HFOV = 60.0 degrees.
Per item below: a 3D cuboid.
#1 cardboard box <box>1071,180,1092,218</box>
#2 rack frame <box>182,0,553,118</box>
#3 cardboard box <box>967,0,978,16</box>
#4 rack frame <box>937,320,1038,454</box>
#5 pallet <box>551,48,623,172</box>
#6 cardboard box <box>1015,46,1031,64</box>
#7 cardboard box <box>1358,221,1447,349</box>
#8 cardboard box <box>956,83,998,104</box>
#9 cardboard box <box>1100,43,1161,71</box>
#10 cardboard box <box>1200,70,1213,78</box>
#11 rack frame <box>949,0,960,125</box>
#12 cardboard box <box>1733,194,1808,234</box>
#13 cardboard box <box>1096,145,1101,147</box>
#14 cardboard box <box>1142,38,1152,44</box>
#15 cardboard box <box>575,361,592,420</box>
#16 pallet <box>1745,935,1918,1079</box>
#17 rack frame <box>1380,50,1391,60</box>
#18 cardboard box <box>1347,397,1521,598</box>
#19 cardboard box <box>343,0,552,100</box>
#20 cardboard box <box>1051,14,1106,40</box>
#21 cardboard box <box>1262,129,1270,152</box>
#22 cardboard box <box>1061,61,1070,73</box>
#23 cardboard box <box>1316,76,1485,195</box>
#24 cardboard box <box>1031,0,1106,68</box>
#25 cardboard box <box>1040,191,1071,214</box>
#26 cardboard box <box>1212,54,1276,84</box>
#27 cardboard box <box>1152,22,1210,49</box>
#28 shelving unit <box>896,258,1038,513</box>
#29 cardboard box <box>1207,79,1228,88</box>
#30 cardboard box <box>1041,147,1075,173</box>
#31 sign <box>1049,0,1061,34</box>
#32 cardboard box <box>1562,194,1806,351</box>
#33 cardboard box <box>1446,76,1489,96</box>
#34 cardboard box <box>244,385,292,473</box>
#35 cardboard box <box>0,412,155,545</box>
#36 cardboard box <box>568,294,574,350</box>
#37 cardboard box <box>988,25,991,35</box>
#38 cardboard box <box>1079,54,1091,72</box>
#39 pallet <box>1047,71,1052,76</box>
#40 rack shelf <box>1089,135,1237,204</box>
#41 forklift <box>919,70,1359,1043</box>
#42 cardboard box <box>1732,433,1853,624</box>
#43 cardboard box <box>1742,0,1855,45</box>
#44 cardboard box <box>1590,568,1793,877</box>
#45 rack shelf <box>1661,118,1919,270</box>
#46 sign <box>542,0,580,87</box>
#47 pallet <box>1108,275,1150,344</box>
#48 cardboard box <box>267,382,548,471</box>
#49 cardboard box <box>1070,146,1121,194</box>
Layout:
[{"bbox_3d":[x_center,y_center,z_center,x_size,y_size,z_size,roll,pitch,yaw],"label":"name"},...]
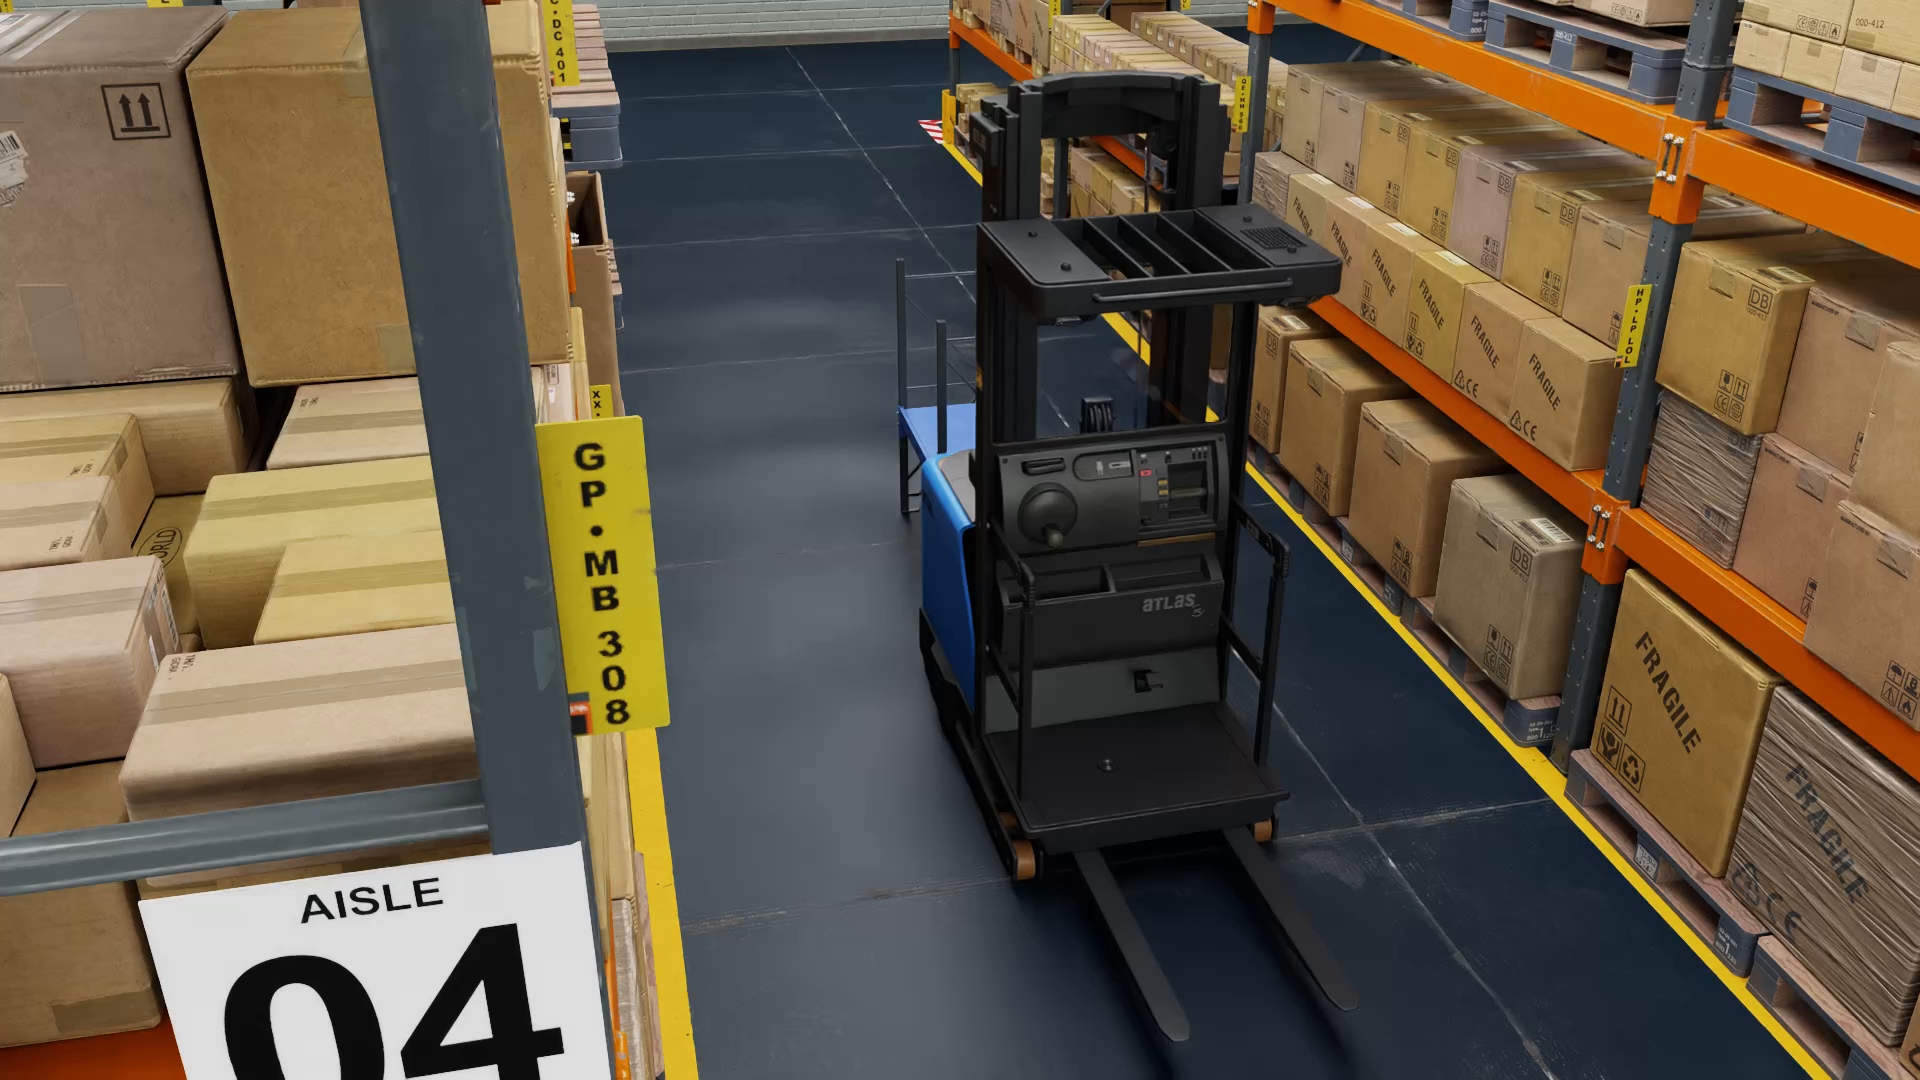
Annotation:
[{"bbox_3d":[1.198,-2.623,13.426,0.500,0.500,0.500,-5,27,-10],"label":"cardboard box"},{"bbox_3d":[-1.762,-2.610,4.434,1.000,3.000,0.127,-6,27,-12],"label":"rack frame"},{"bbox_3d":[0.366,-5.379,16.137,0.500,0.500,0.500,-6,27,-11],"label":"cardboard box"},{"bbox_3d":[0.134,-0.409,8.396,0.500,1.500,0.032,-6,27,-12],"label":"rack frame"},{"bbox_3d":[-1.797,-1.469,5.710,1.213,0.211,1.003,-6,27,-12],"label":"pallet"},{"bbox_3d":[0.707,-4.350,14.817,0.380,0.149,0.250,-7,28,-14],"label":"cardboard box"},{"bbox_3d":[2.371,-1.304,8.393,0.500,0.500,0.500,-6,27,-12],"label":"cardboard box"},{"bbox_3d":[0.176,-4.575,17.022,0.380,0.149,0.250,-7,28,-14],"label":"cardboard box"},{"bbox_3d":[1.223,-3.457,11.922,0.380,0.149,0.250,-5,27,-10],"label":"cardboard box"},{"bbox_3d":[1.922,-3.271,11.884,0.380,0.149,0.250,-5,27,-10],"label":"cardboard box"},{"bbox_3d":[0.389,-5.659,17.133,1.000,3.000,0.127,-6,27,-12],"label":"rack frame"},{"bbox_3d":[6.720,-2.636,13.036,0.875,0.875,0.875,-6,27,-11],"label":"cardboard box"},{"bbox_3d":[1.410,-3.382,14.660,0.380,0.149,0.250,-5,27,-9],"label":"cardboard box"},{"bbox_3d":[1.633,-3.841,13.013,0.380,0.149,0.250,-6,27,-11],"label":"cardboard box"},{"bbox_3d":[-1.279,-0.166,4.700,0.500,0.500,0.500,-6,27,-12],"label":"cardboard box"},{"bbox_3d":[3.467,1.732,5.583,1.003,0.211,1.213,-6,27,-12],"label":"pallet"},{"bbox_3d":[5.189,-6.206,18.216,1.000,3.000,0.127,-6,27,-12],"label":"rack frame"},{"bbox_3d":[2.652,-0.261,8.469,1.050,0.750,0.750,-6,27,-12],"label":"cardboard box"},{"bbox_3d":[-1.412,-1.500,4.567,0.500,0.500,0.500,-7,28,-13],"label":"cardboard box"},{"bbox_3d":[0.931,-4.024,13.046,0.380,0.149,0.250,-5,27,-9],"label":"cardboard box"},{"bbox_3d":[2.166,-2.675,11.034,0.380,0.149,0.250,-5,27,-9],"label":"cardboard box"},{"bbox_3d":[0.999,-3.637,12.940,0.380,0.149,0.250,-6,27,-11],"label":"cardboard box"},{"bbox_3d":[2.398,-2.218,9.095,0.700,0.500,0.500,-6,27,-12],"label":"cardboard box"},{"bbox_3d":[0.906,-4.264,13.928,0.500,0.500,0.500,-6,27,-12],"label":"cardboard box"},{"bbox_3d":[0.870,-2.955,14.474,0.380,0.149,0.250,-6,27,-11],"label":"cardboard box"},{"bbox_3d":[1.979,-3.287,11.586,0.380,0.149,0.250,-5,27,-10],"label":"cardboard box"},{"bbox_3d":[1.689,-3.856,12.713,0.380,0.149,0.250,-7,28,-13],"label":"cardboard box"},{"bbox_3d":[0.019,-0.632,8.838,0.538,1.500,1.048,-6,27,-12],"label":"shelving unit"},{"bbox_3d":[1.521,-2.882,10.783,0.380,0.149,0.250,-5,27,-10],"label":"cardboard box"},{"bbox_3d":[0.860,-3.321,14.539,0.380,0.149,0.250,-6,27,-11],"label":"cardboard box"},{"bbox_3d":[0.763,-4.231,13.343,0.100,0.325,0.005,-6,27,-12],"label":"sign"},{"bbox_3d":[2.976,-1.099,6.878,0.700,0.500,0.500,-6,27,-12],"label":"cardboard box"},{"bbox_3d":[5.649,-4.569,17.351,0.875,0.438,0.875,-5,27,-10],"label":"cardboard box"},{"bbox_3d":[-1.439,-0.078,2.914,0.500,0.250,0.500,-5,27,-10],"label":"cardboard box"},{"bbox_3d":[-1.420,-0.059,2.433,0.380,0.149,0.250,-6,27,-11],"label":"cardboard box"},{"bbox_3d":[-1.177,-0.577,3.901,0.500,0.250,0.500,-6,27,-12],"label":"cardboard box"},{"bbox_3d":[0.478,-4.919,15.945,0.380,0.149,0.250,-6,27,-12],"label":"cardboard box"},{"bbox_3d":[1.109,-3.550,12.438,0.380,0.149,0.250,-7,28,-14],"label":"cardboard box"},{"bbox_3d":[1.321,-3.467,13.003,1.003,0.211,1.213,-6,27,-12],"label":"pallet"},{"bbox_3d":[1.741,-2.704,12.076,1.077,0.370,4.000,-6,27,-12],"label":"rack shelf"},{"bbox_3d":[0.659,-0.153,6.301,1.130,2.935,3.031,-6,27,-13],"label":"forklift"},{"bbox_3d":[3.334,-0.058,5.869,0.875,0.550,0.550,-6,27,-12],"label":"cardboard box"},{"bbox_3d":[2.931,-1.785,5.388,0.500,0.250,0.500,-6,27,-11],"label":"cardboard box"},{"bbox_3d":[3.167,0.653,6.518,0.875,0.875,0.875,-6,27,-11],"label":"cardboard box"},{"bbox_3d":[3.544,-0.531,4.442,1.077,0.370,4.000,-6,27,-12],"label":"rack shelf"},{"bbox_3d":[-1.235,-1.560,5.109,0.100,0.325,0.005,-6,27,-12],"label":"sign"},{"bbox_3d":[1.746,-1.780,12.542,1.003,0.211,1.213,-6,27,-12],"label":"pallet"},{"bbox_3d":[-0.830,-0.119,2.552,0.380,0.149,0.250,-5,27,-10],"label":"cardboard box"},{"bbox_3d":[1.199,-2.958,13.257,0.500,0.250,0.500,-7,28,-14],"label":"cardboard box"}]
